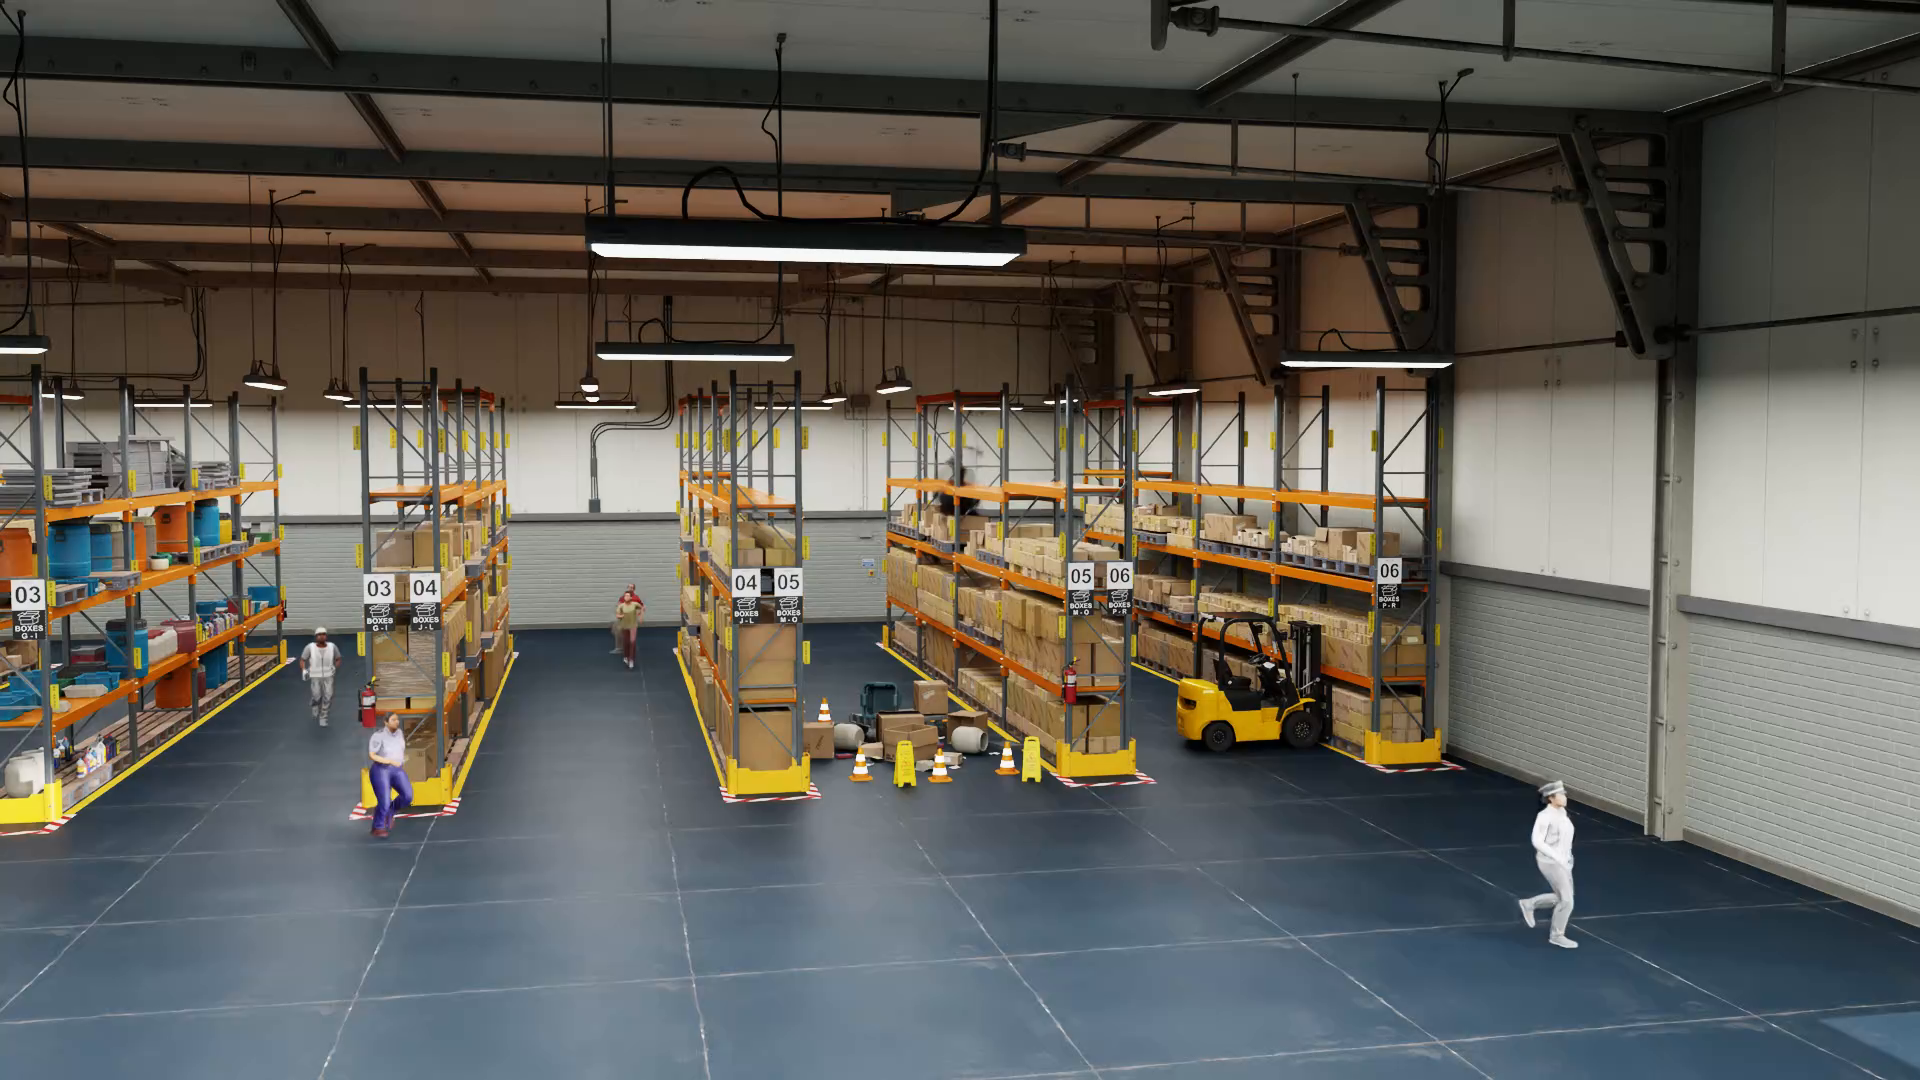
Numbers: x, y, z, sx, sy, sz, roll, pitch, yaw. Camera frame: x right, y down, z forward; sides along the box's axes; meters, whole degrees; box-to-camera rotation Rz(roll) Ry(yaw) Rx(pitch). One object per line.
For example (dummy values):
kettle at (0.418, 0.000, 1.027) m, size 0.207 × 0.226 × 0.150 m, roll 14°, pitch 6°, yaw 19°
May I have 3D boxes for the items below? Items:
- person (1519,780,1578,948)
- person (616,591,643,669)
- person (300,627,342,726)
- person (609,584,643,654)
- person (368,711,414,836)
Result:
person at (5.853, 3.188, 16.515) m, size 0.600 × 1.653 × 0.642 m, roll 3°, pitch 4°, yaw 39°
person at (-7.330, 2.094, 36.913) m, size 0.584 × 1.469 × 0.867 m, roll 0°, pitch 3°, yaw -6°
person at (-11.204, 2.400, 29.197) m, size 0.686 × 1.733 × 0.599 m, roll -2°, pitch 4°, yaw -28°
person at (-7.877, 1.849, 39.146) m, size 0.724 × 1.638 × 0.645 m, roll 3°, pitch 4°, yaw 36°
person at (-7.215, 2.969, 21.128) m, size 0.595 × 1.592 × 0.625 m, roll 2°, pitch 4°, yaw 33°
